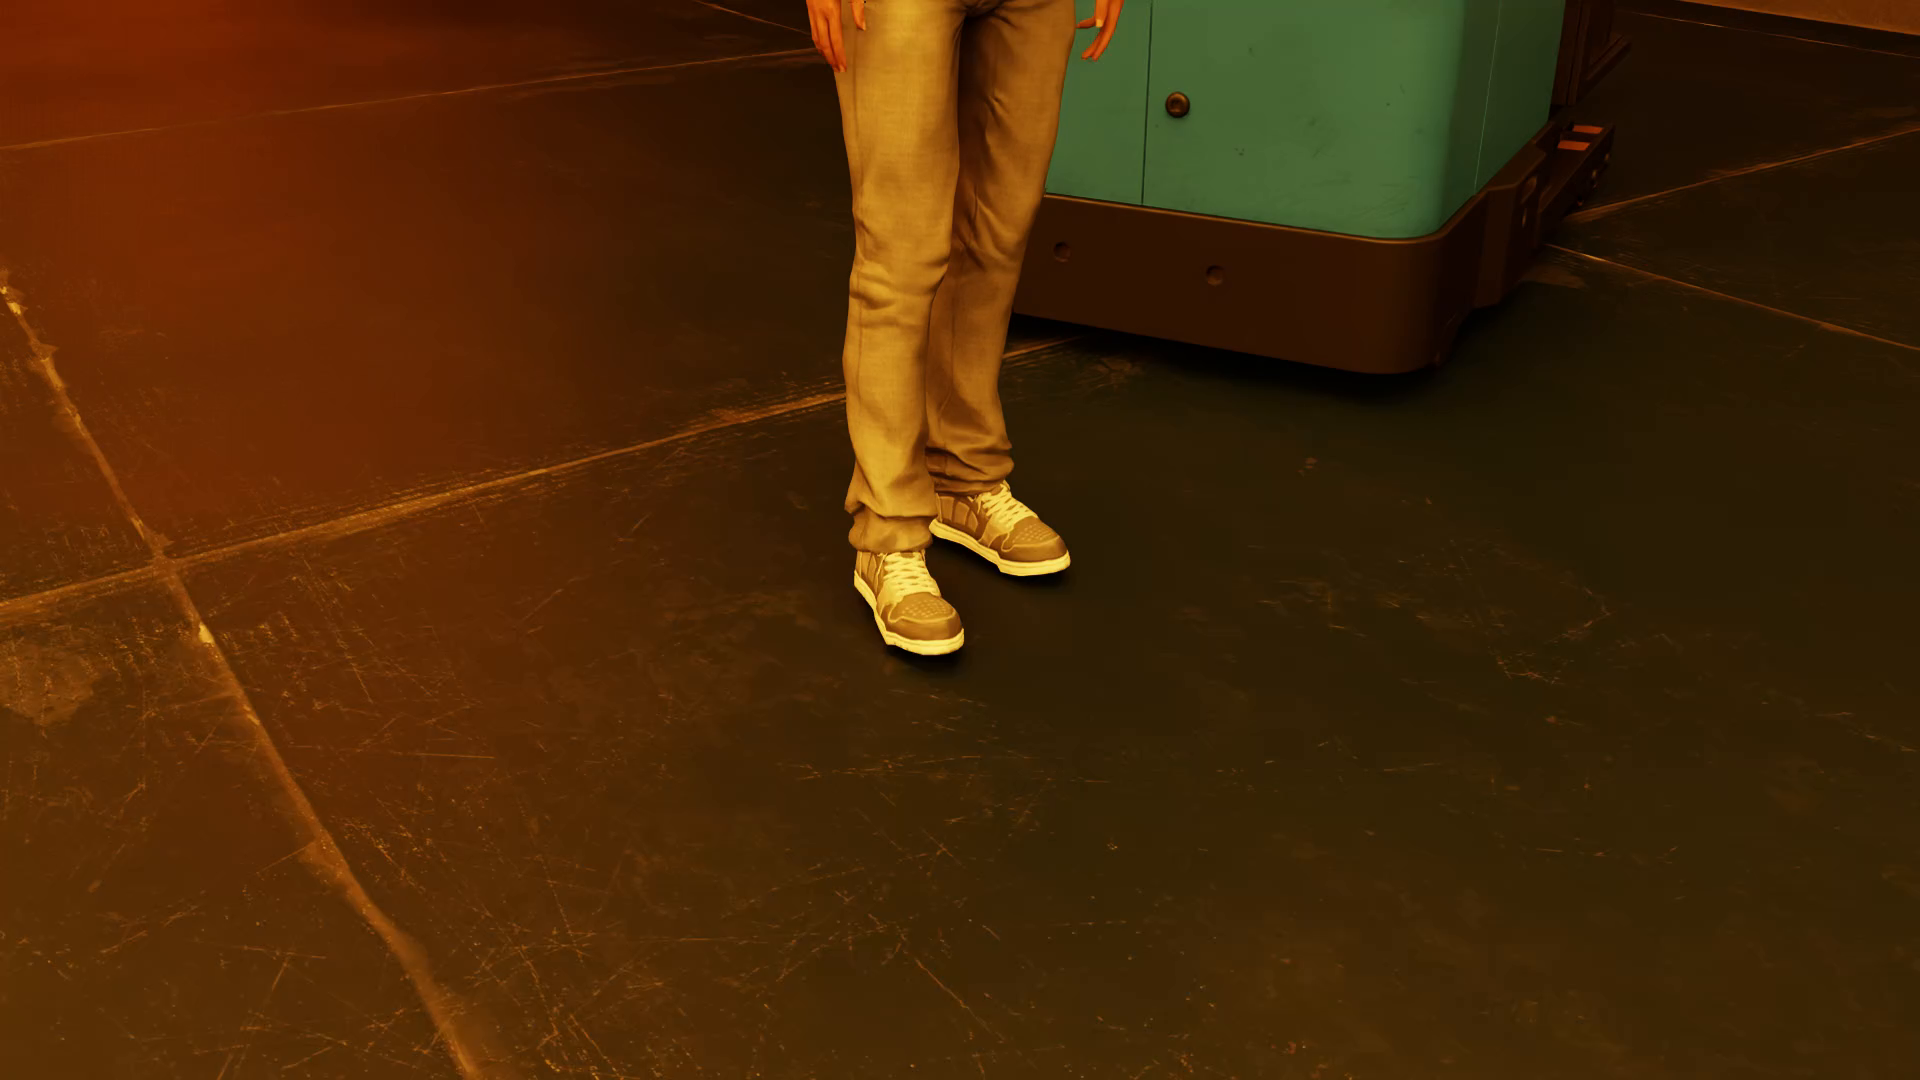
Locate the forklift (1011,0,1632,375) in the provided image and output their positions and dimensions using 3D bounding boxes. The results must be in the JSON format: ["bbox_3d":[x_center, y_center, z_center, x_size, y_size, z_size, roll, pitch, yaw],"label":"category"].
[{"bbox_3d":[1.042,-2.227,3.671,1.130,2.935,3.031,14,30,25],"label":"forklift"}]

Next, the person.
[{"bbox_3d":[0.032,-0.689,2.077,0.520,1.600,0.472,-17,31,-31],"label":"person"}]
